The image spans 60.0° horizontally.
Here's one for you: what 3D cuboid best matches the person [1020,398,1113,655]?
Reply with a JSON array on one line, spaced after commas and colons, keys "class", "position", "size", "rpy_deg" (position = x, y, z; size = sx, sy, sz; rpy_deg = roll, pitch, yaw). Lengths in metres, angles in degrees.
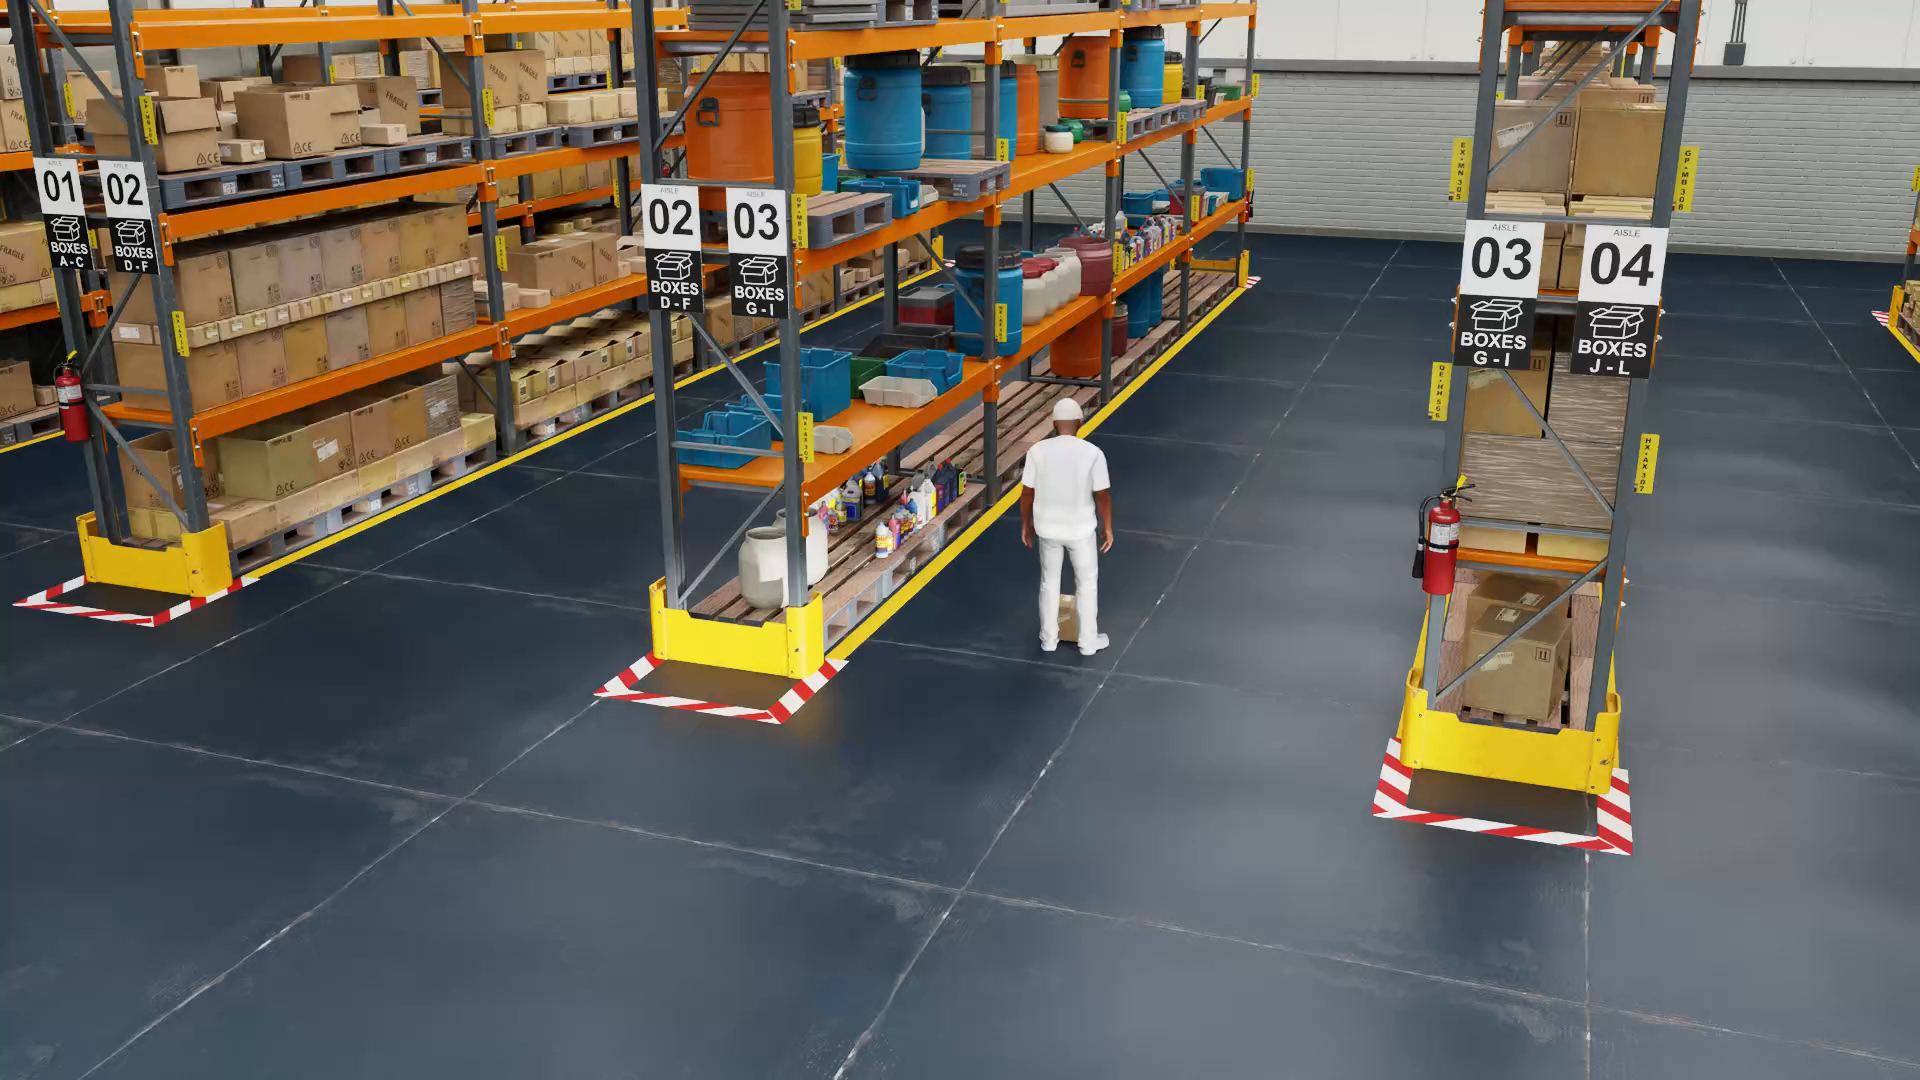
[{"class": "person", "position": [0.726, -0.093, 11.311], "size": [0.633, 1.759, 0.462], "rpy_deg": [5, 19, 15]}]
